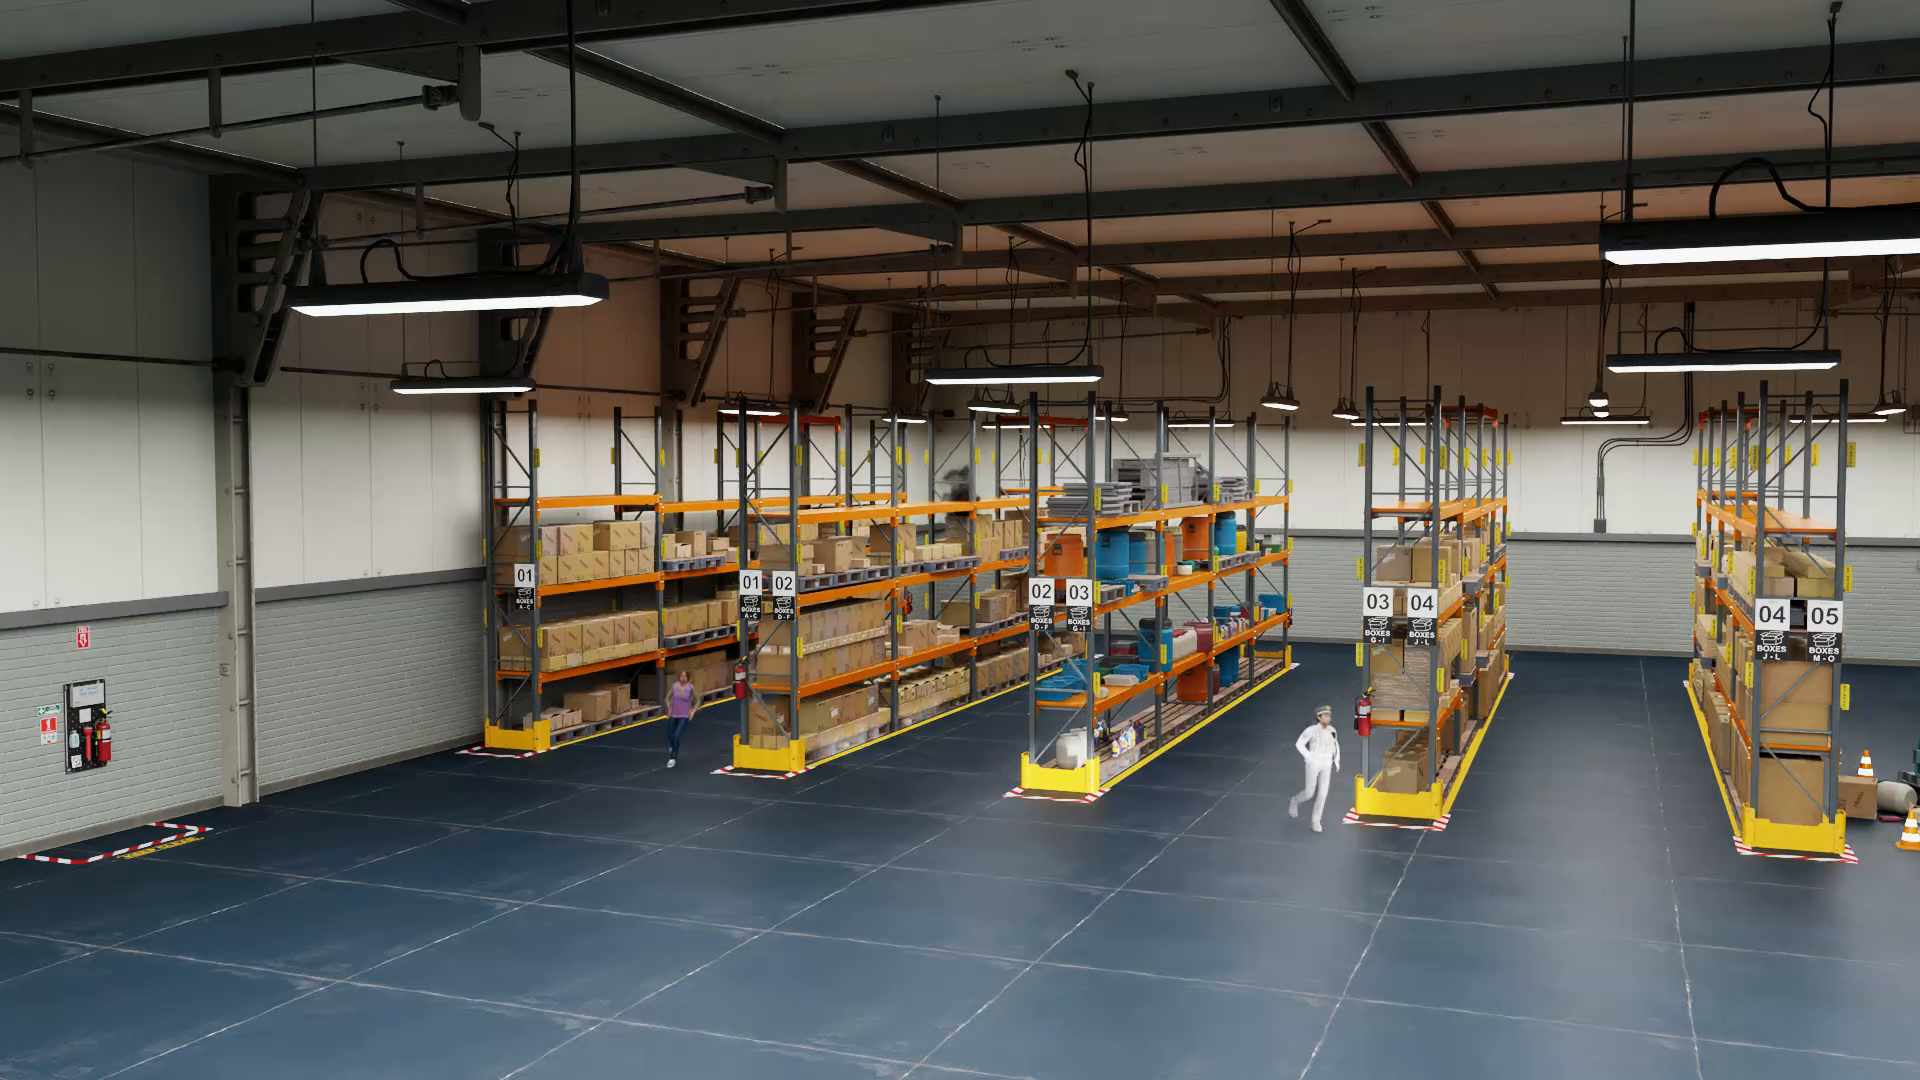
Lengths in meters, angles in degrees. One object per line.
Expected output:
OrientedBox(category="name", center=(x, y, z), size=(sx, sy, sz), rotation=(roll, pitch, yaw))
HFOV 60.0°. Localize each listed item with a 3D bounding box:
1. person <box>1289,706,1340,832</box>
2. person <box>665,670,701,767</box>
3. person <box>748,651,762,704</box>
OrientedBox(category="person", center=(4.891, 3.062, 22.563), size=(0.675, 1.644, 0.820), rotation=(-1, 3, -14))
OrientedBox(category="person", center=(-4.533, 2.890, 27.185), size=(0.586, 1.565, 0.638), rotation=(0, 3, 2))
OrientedBox(category="person", center=(-3.663, 2.766, 29.461), size=(0.538, 1.596, 0.812), rotation=(1, 3, 12))
